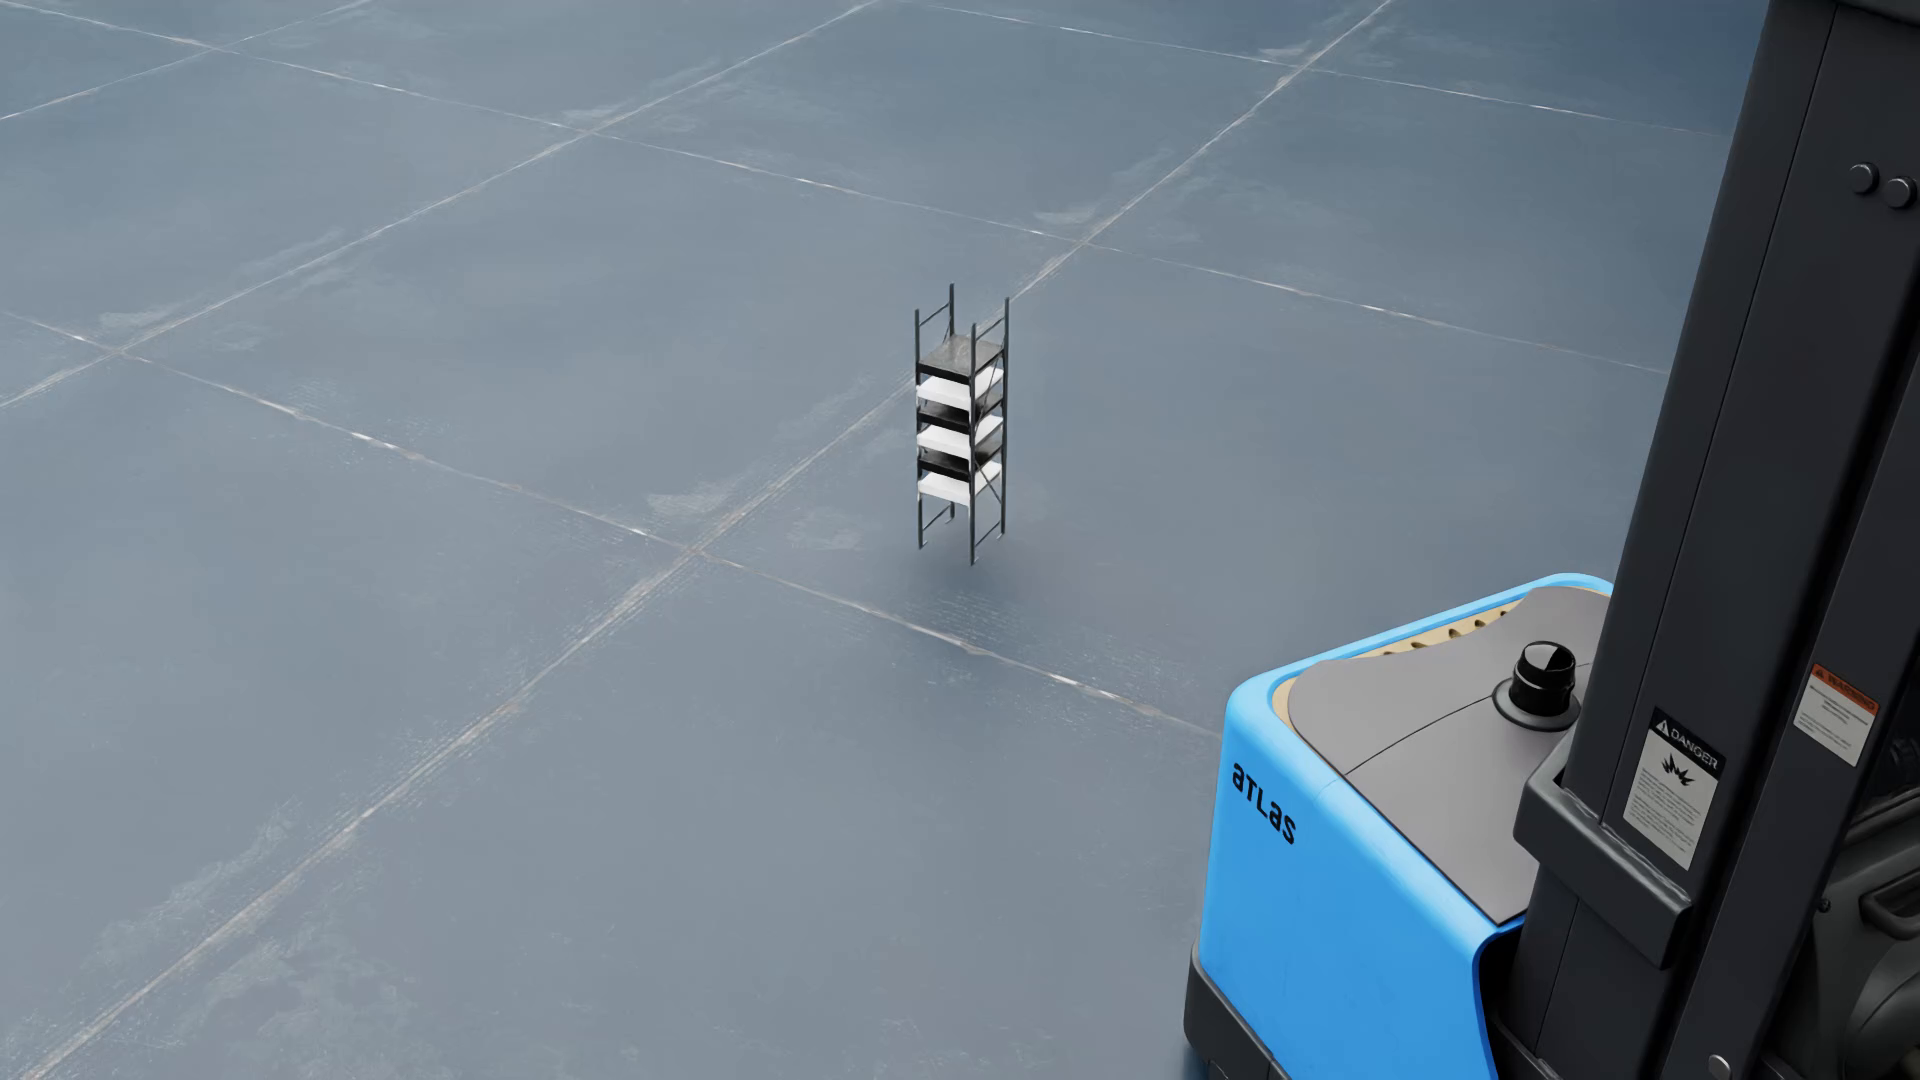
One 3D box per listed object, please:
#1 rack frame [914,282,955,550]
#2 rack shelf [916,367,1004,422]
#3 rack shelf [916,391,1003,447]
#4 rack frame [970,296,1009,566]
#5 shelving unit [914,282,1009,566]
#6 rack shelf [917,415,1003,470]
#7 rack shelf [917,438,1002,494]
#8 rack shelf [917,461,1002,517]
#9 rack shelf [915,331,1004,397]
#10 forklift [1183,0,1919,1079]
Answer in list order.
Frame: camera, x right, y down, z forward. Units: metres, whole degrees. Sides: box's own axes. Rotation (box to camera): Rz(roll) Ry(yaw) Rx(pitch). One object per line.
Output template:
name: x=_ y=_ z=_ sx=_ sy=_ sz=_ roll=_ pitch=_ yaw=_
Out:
rack frame: x=-0.081 y=-0.400 z=5.539 sx=0.006 sy=0.900 sz=0.240 roll=18 pitch=37 yaw=24
rack shelf: x=0.007 y=-0.494 z=5.416 sx=0.200 sy=0.077 sz=0.258 roll=18 pitch=37 yaw=24
rack shelf: x=0.007 y=-0.419 z=5.466 sx=0.200 sy=0.077 sz=0.258 roll=18 pitch=37 yaw=24
rack frame: x=0.095 y=-0.344 z=5.455 sx=0.006 sy=0.900 sz=0.240 roll=18 pitch=37 yaw=24
shelving unit: x=0.007 y=-0.372 z=5.497 sx=0.210 sy=0.900 sz=0.258 roll=18 pitch=37 yaw=24
rack shelf: x=0.007 y=-0.345 z=5.516 sx=0.200 sy=0.077 sz=0.258 roll=18 pitch=37 yaw=24
rack shelf: x=0.007 y=-0.270 z=5.566 sx=0.200 sy=0.077 sz=0.258 roll=18 pitch=37 yaw=24
rack shelf: x=0.007 y=-0.195 z=5.615 sx=0.200 sy=0.077 sz=0.258 roll=18 pitch=37 yaw=24
rack shelf: x=0.007 y=-0.569 z=5.366 sx=0.200 sy=0.077 sz=0.258 roll=18 pitch=37 yaw=24
forklift: x=1.640 y=0.575 z=2.241 sx=1.130 sy=2.935 sz=3.031 roll=-16 pitch=37 yaw=-22
